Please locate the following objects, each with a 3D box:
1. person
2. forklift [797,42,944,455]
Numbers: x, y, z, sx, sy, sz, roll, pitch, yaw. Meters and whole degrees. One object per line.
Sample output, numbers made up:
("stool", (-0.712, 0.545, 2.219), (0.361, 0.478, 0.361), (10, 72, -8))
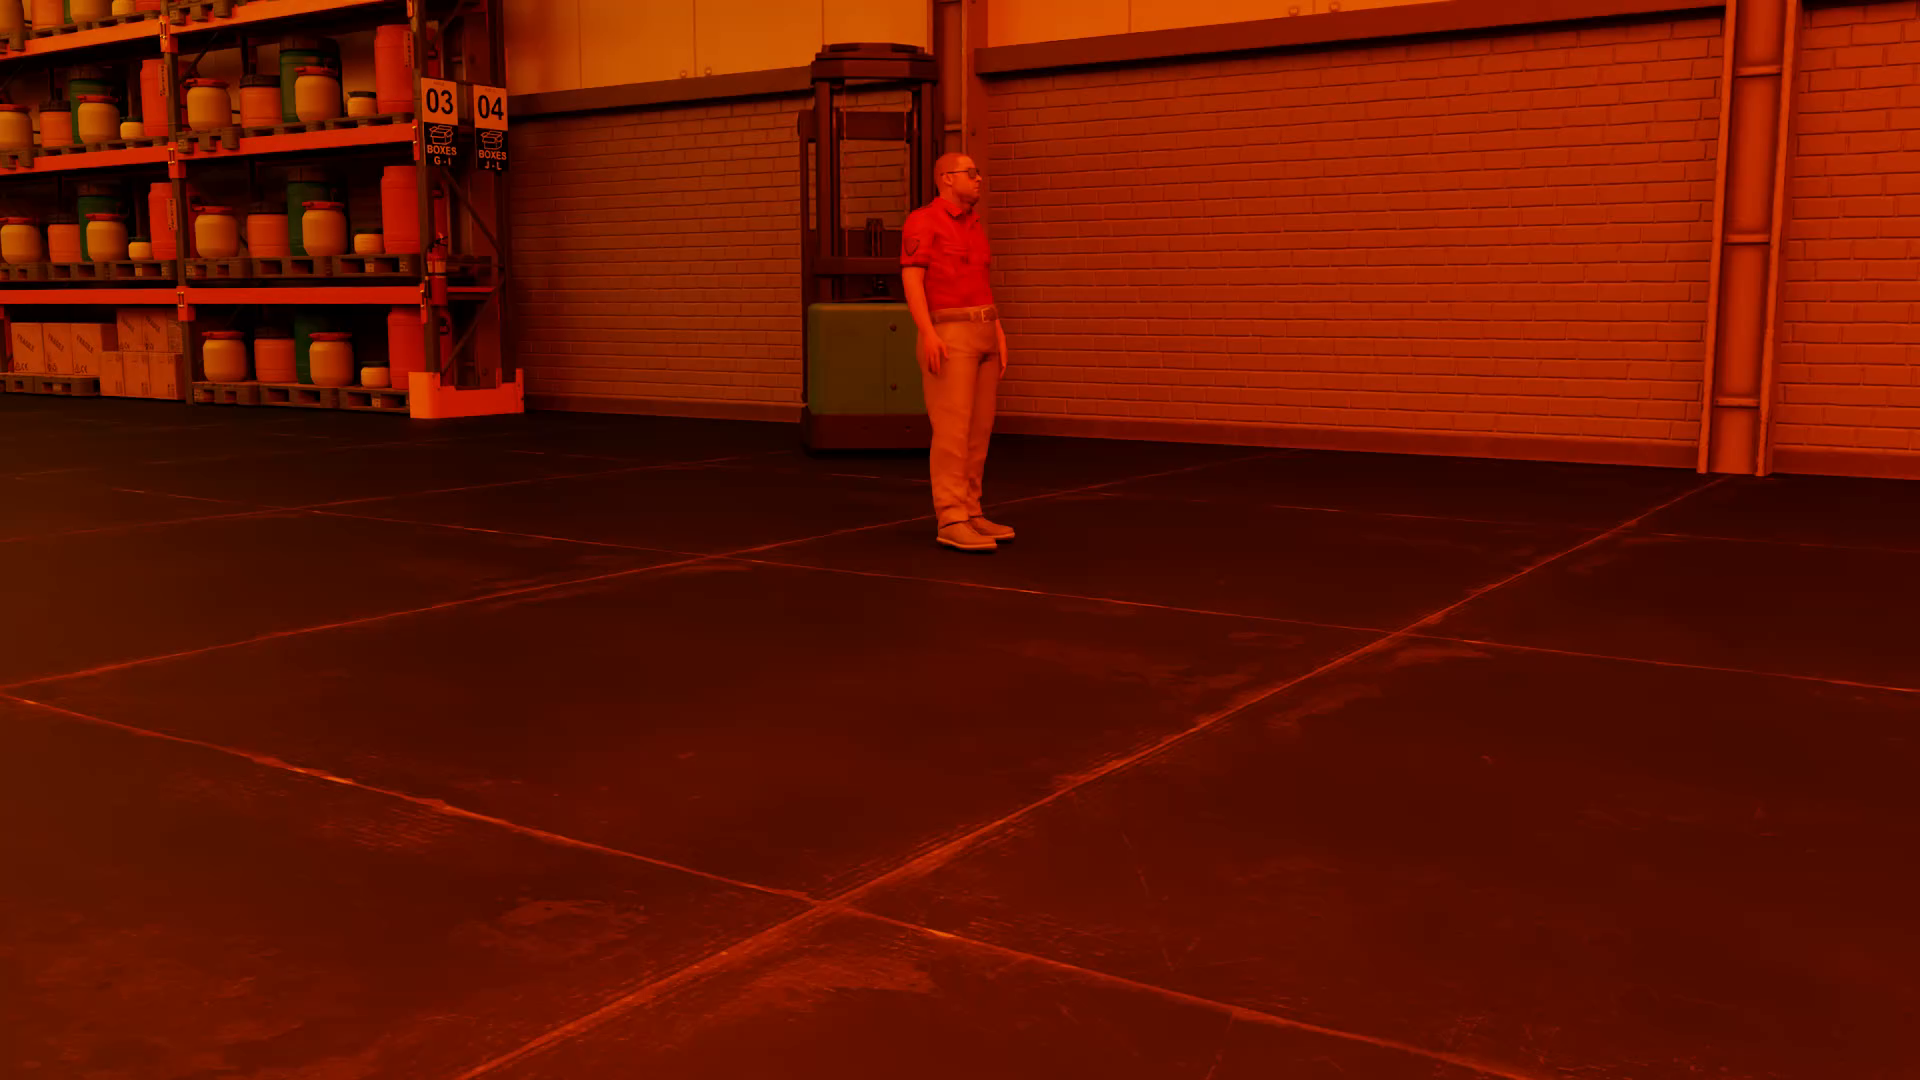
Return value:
("person", (0.068, -0.855, 7.422), (0.550, 1.728, 0.641), (5, 10, 34))
("forklift", (-0.689, -2.226, 12.845), (1.130, 2.935, 3.031), (-1, 8, -7))
